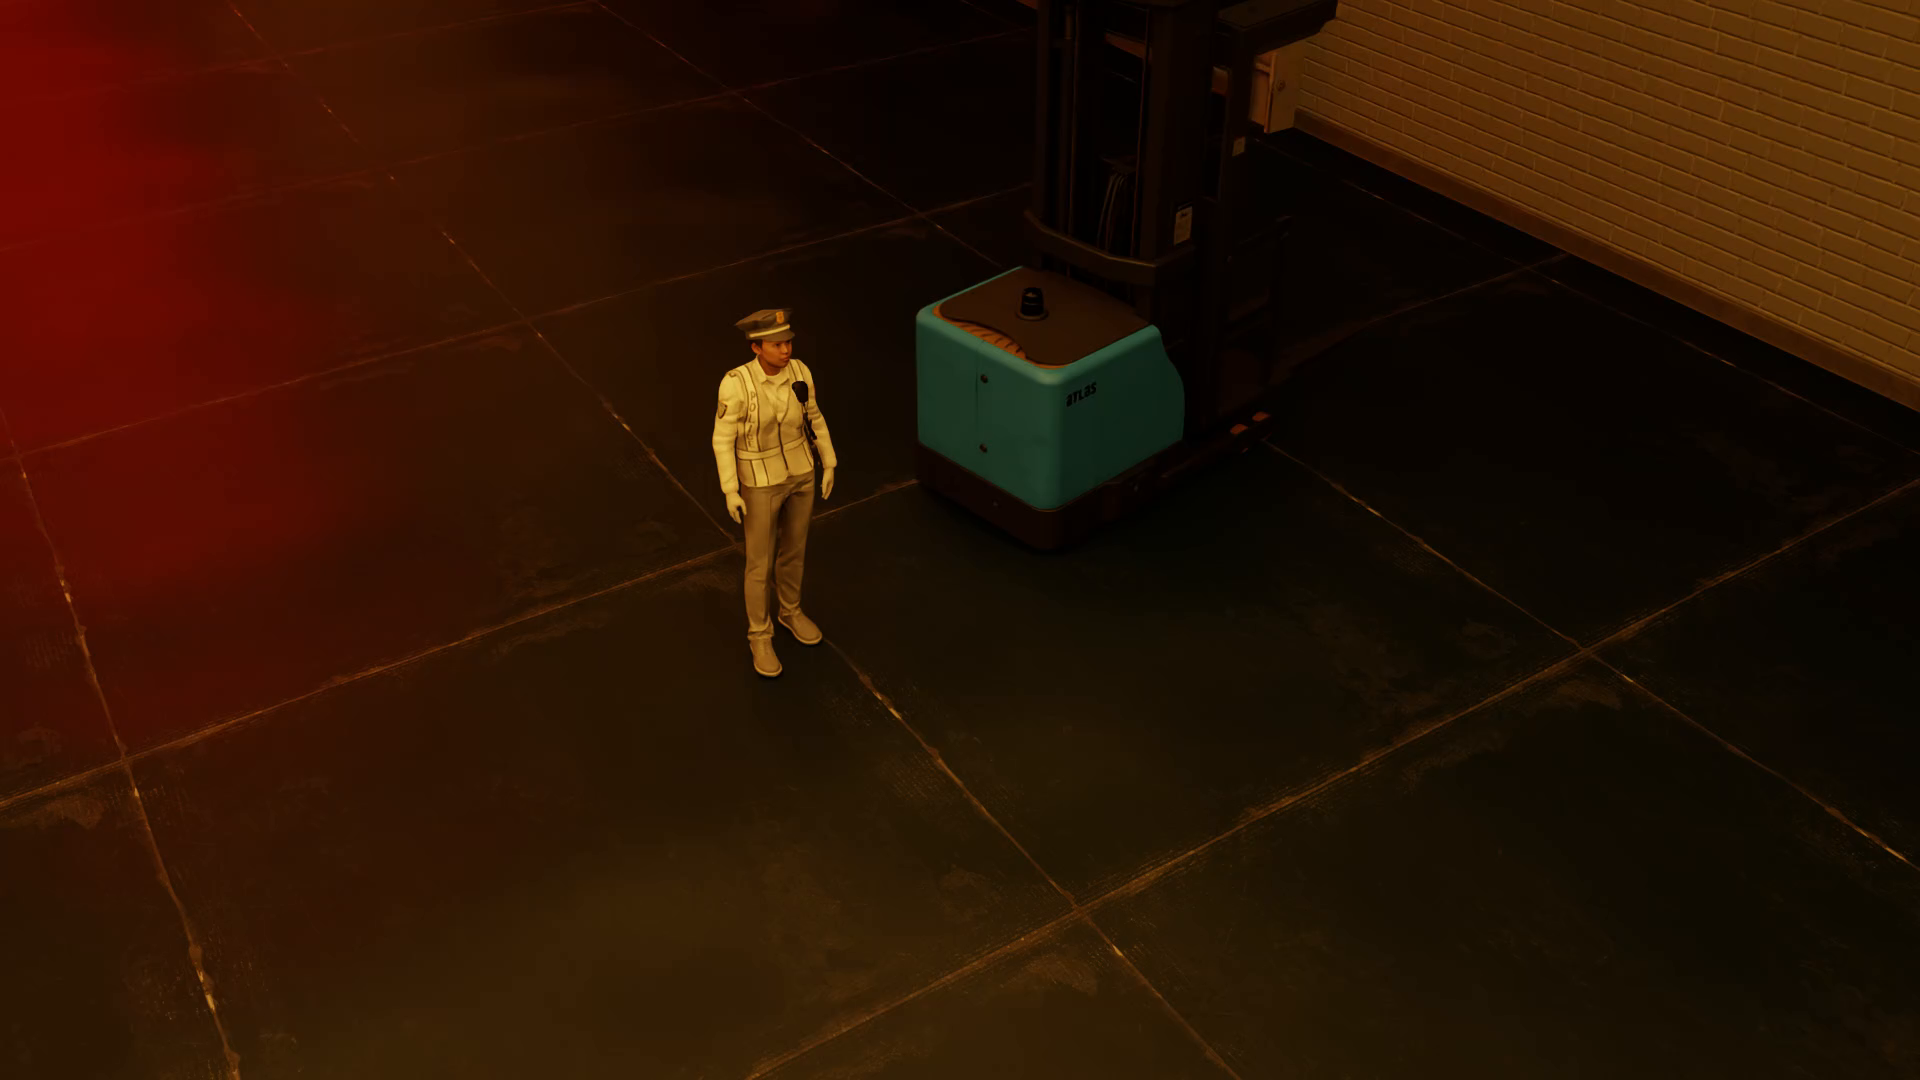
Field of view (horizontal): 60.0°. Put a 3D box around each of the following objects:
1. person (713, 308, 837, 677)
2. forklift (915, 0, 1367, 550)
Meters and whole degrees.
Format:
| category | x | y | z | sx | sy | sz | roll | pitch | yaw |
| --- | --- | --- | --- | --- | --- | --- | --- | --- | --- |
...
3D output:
| category | x | y | z | sx | sy | sz | roll | pitch | yaw |
| --- | --- | --- | --- | --- | --- | --- | --- | --- | --- |
| person | -0.802 | -0.249 | 7.566 | 0.590 | 1.696 | 0.531 | -20 | 40 | -26 |
| forklift | 1.172 | -1.881 | 8.825 | 3.031 | 2.935 | 1.130 | -29 | 44 | -34 |
